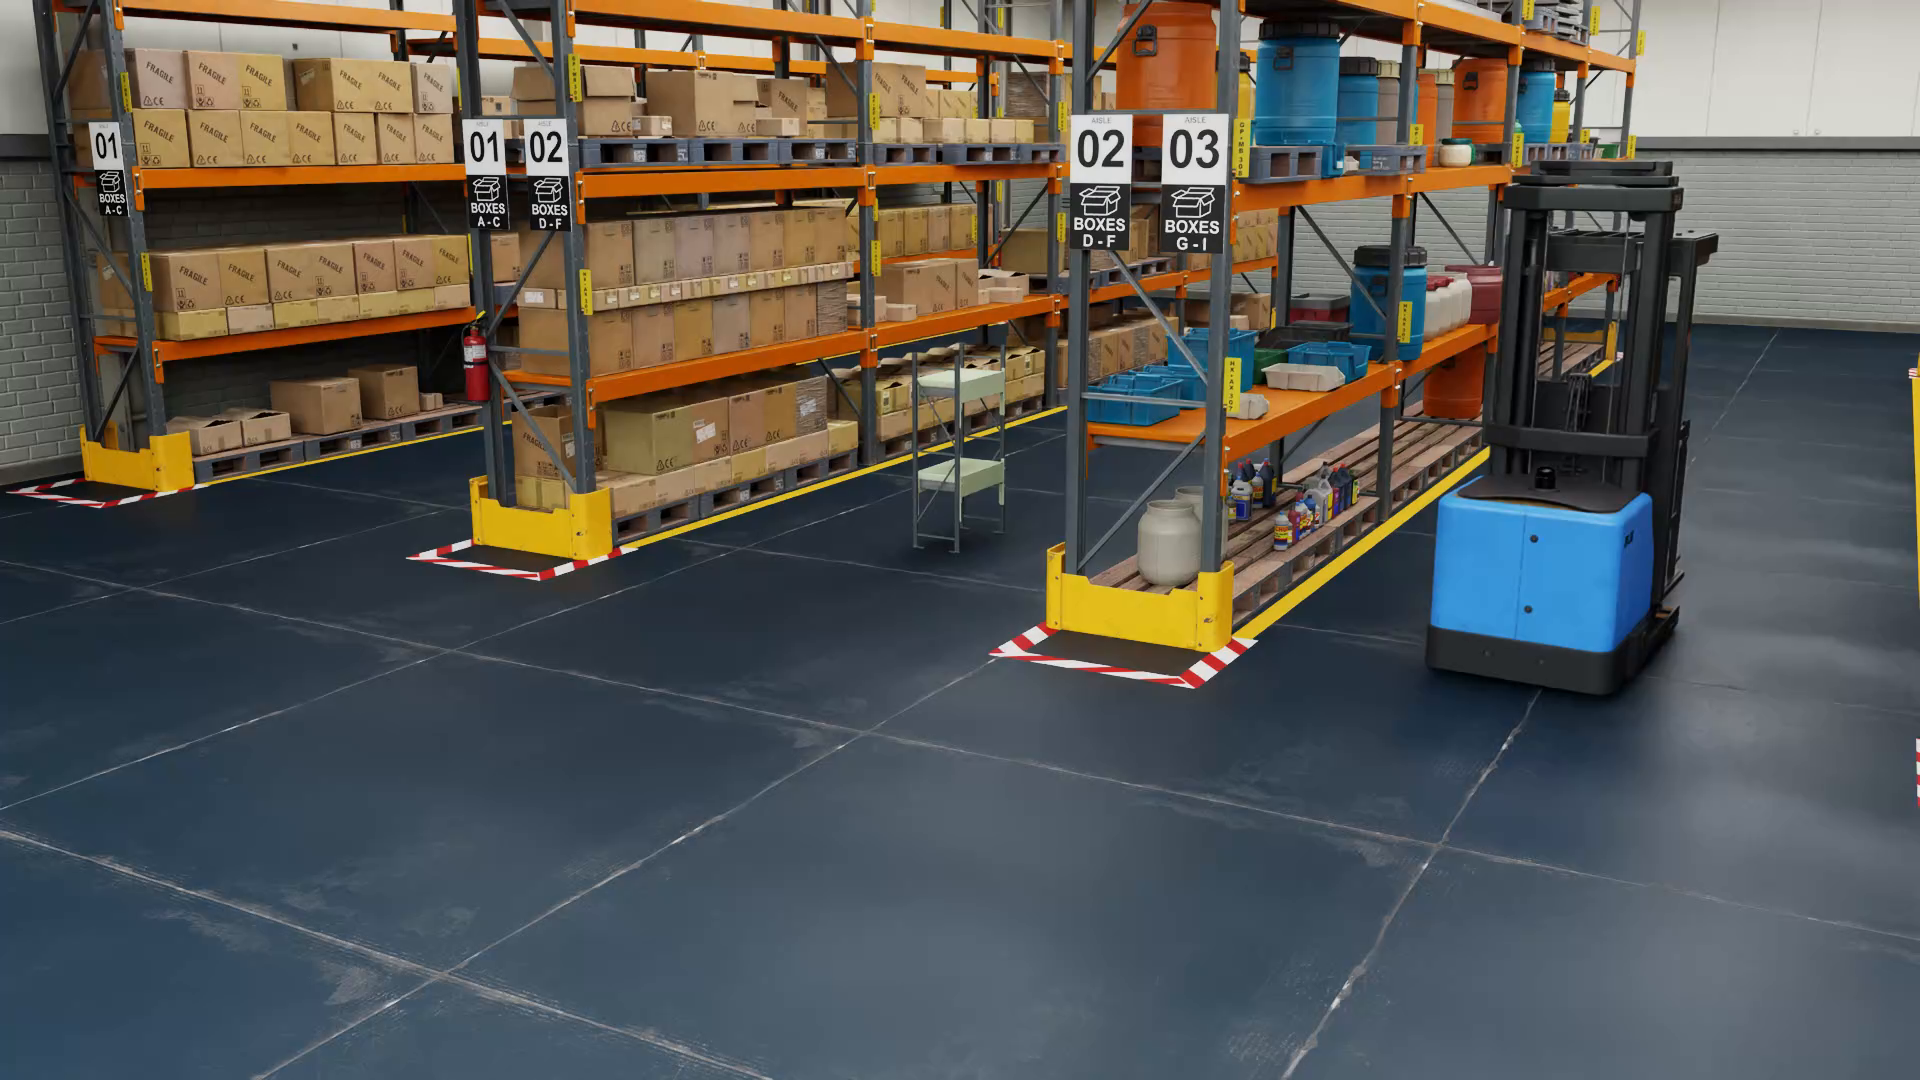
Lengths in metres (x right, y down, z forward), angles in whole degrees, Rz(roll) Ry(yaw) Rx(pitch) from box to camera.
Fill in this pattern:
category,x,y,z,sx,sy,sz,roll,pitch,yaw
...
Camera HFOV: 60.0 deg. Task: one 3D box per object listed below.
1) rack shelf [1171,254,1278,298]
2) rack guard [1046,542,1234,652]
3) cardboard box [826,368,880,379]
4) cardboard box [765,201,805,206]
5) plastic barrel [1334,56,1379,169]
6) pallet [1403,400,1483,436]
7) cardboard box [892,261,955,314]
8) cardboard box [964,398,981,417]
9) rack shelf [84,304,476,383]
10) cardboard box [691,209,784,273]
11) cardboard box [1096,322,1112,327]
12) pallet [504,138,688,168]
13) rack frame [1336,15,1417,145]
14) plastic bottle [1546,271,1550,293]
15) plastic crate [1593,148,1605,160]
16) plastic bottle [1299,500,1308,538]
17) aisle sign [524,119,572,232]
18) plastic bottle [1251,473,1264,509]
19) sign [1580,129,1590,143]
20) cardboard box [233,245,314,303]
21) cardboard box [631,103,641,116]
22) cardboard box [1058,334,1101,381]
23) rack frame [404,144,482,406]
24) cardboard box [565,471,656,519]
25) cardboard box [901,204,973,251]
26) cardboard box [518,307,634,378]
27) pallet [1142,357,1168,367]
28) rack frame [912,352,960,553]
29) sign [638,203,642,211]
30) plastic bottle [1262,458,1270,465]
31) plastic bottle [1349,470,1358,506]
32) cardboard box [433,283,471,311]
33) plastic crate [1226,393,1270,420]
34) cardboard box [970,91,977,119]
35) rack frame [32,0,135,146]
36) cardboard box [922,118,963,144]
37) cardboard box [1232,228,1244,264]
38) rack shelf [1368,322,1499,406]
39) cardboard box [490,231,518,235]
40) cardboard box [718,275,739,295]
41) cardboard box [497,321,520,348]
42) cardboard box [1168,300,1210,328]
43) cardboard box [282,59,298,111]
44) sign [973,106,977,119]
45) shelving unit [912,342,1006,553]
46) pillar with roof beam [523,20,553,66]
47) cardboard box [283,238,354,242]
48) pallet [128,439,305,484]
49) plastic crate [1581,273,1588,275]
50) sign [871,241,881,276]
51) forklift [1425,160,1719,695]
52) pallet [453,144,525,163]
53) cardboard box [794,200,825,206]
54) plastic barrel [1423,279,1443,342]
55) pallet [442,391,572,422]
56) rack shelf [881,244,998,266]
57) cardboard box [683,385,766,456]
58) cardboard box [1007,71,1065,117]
category,x,y,z,sx,sy,sz,roll,pitch,yaw
rack shelf,3.565,-3.930,24.470,1.077,0.370,4.000,7,15,28
rack guard,1.127,0.349,10.520,1.175,0.500,0.348,7,15,28
cardboard box,-1.078,-1.591,17.008,0.500,0.311,0.500,8,16,30
cardboard box,-2.490,-4.559,23.055,0.500,0.250,0.500,7,15,27
plastic barrel,3.121,-3.497,13.669,0.600,0.901,0.708,7,15,28
pallet,5.343,-1.298,17.966,1.003,0.211,1.213,7,15,28
cardboard box,-0.387,-2.643,17.384,0.500,0.500,0.500,7,15,28
cardboard box,-0.114,-1.466,17.684,0.500,0.250,0.500,8,16,29
rack shelf,-6.574,-2.028,16.582,1.077,0.370,4.000,7,15,28
cardboard box,-1.964,-2.609,14.474,0.700,0.500,0.500,7,15,28
cardboard box,1.655,-2.584,21.747,0.500,0.500,0.500,8,15,29
pallet,-2.839,-2.965,12.720,1.003,0.211,1.213,7,15,28
rack frame,3.065,-4.583,12.841,1.000,3.000,0.127,7,15,28
plastic bottle,6.848,-3.055,19.569,0.152,0.276,0.135,7,15,28
plastic crate,8.084,-5.006,21.561,0.437,0.136,0.530,7,15,28
plastic bottle,2.495,-0.160,12.182,0.097,0.271,0.097,0,14,0
aisle sign,-2.967,-2.623,11.967,0.394,0.787,0.004,7,15,28
plastic bottle,2.347,-0.392,13.140,0.097,0.271,0.097,0,14,0
sign,7.413,-4.707,19.740,0.100,0.325,0.005,7,15,28
cardboard box,-6.544,-2.539,15.841,0.500,0.500,0.500,7,15,26
cardboard box,-2.877,-3.331,13.176,0.500,0.250,0.500,7,15,28
cardboard box,1.383,-2.216,20.222,0.500,0.500,0.500,7,15,26
rack frame,-5.608,-2.789,18.200,1.000,3.000,0.127,7,15,28
cardboard box,-2.749,-0.360,13.096,0.500,0.250,0.500,7,15,28
cardboard box,-0.386,-5.140,27.314,0.980,0.700,0.700,7,15,28
cardboard box,-2.966,-1.550,12.851,0.700,0.500,0.500,7,15,28
pallet,2.238,-2.343,22.300,1.003,0.211,1.213,7,15,28
rack frame,-0.180,-0.653,12.541,0.400,1.500,0.023,7,15,28
sign,-4.161,-4.234,21.726,0.100,0.325,0.005,7,15,28
plastic bottle,2.527,-0.538,13.747,0.097,0.271,0.097,0,14,0
plastic bottle,3.121,-0.423,13.247,0.061,0.283,0.133,8,16,31
cardboard box,-5.571,-2.594,17.670,0.500,0.250,0.500,7,15,28
plastic crate,1.846,-0.864,10.781,0.298,0.136,0.250,7,15,28
cardboard box,0.079,-7.072,27.178,0.500,0.500,0.500,7,15,28
rack frame,-7.541,-4.884,14.093,1.000,3.000,0.127,7,15,28
cardboard box,-0.291,-4.203,17.090,0.500,0.250,0.500,6,15,23
cardboard box,3.816,-4.304,24.273,0.500,0.500,0.500,7,15,27
rack shelf,4.032,-1.727,15.331,1.077,0.370,4.000,7,15,28
cardboard box,-5.055,-3.265,19.026,0.700,0.500,0.500,9,16,34
cardboard box,-2.081,-2.143,13.924,0.380,0.149,0.250,8,15,29
cardboard box,-5.056,-2.395,19.364,0.500,0.250,0.500,7,15,27
cardboard box,3.502,-3.256,24.526,0.797,0.503,0.637,7,15,28
cardboard box,-6.800,-4.403,16.106,0.500,0.500,0.500,7,15,28
sign,0.190,-4.820,19.124,0.100,0.325,0.005,7,15,28
shelving unit,-0.003,-0.728,12.852,0.431,1.500,0.755,7,15,28
pillar with roof beam,-1.291,-5.869,18.178,9.100,9.000,0.400,7,15,28
cardboard box,-6.517,-2.810,16.966,0.500,0.500,0.500,8,16,30
pallet,-7.081,-0.791,15.862,1.003,0.211,1.213,7,15,28
plastic crate,8.098,-3.625,21.901,0.416,0.233,0.300,7,15,28
sign,-0.783,-2.625,15.505,0.100,0.325,0.005,7,15,28
forklift,3.944,-0.855,10.326,1.130,2.935,3.031,9,16,32
pallet,-5.216,-4.270,18.346,1.213,0.211,1.003,7,15,28
cardboard box,-2.244,-4.664,23.489,0.500,0.250,0.500,8,16,29
plastic barrel,4.074,-2.054,14.864,0.433,0.535,0.433,0,14,0
pallet,-5.232,-1.593,19.190,1.003,0.211,1.213,7,15,28
rack shelf,-0.773,-4.490,26.794,1.077,0.370,4.000,7,15,28
cardboard box,-2.022,-1.032,14.283,0.500,0.500,0.500,7,15,28
cardboard box,0.881,-5.130,19.167,0.500,0.500,0.500,7,15,28
